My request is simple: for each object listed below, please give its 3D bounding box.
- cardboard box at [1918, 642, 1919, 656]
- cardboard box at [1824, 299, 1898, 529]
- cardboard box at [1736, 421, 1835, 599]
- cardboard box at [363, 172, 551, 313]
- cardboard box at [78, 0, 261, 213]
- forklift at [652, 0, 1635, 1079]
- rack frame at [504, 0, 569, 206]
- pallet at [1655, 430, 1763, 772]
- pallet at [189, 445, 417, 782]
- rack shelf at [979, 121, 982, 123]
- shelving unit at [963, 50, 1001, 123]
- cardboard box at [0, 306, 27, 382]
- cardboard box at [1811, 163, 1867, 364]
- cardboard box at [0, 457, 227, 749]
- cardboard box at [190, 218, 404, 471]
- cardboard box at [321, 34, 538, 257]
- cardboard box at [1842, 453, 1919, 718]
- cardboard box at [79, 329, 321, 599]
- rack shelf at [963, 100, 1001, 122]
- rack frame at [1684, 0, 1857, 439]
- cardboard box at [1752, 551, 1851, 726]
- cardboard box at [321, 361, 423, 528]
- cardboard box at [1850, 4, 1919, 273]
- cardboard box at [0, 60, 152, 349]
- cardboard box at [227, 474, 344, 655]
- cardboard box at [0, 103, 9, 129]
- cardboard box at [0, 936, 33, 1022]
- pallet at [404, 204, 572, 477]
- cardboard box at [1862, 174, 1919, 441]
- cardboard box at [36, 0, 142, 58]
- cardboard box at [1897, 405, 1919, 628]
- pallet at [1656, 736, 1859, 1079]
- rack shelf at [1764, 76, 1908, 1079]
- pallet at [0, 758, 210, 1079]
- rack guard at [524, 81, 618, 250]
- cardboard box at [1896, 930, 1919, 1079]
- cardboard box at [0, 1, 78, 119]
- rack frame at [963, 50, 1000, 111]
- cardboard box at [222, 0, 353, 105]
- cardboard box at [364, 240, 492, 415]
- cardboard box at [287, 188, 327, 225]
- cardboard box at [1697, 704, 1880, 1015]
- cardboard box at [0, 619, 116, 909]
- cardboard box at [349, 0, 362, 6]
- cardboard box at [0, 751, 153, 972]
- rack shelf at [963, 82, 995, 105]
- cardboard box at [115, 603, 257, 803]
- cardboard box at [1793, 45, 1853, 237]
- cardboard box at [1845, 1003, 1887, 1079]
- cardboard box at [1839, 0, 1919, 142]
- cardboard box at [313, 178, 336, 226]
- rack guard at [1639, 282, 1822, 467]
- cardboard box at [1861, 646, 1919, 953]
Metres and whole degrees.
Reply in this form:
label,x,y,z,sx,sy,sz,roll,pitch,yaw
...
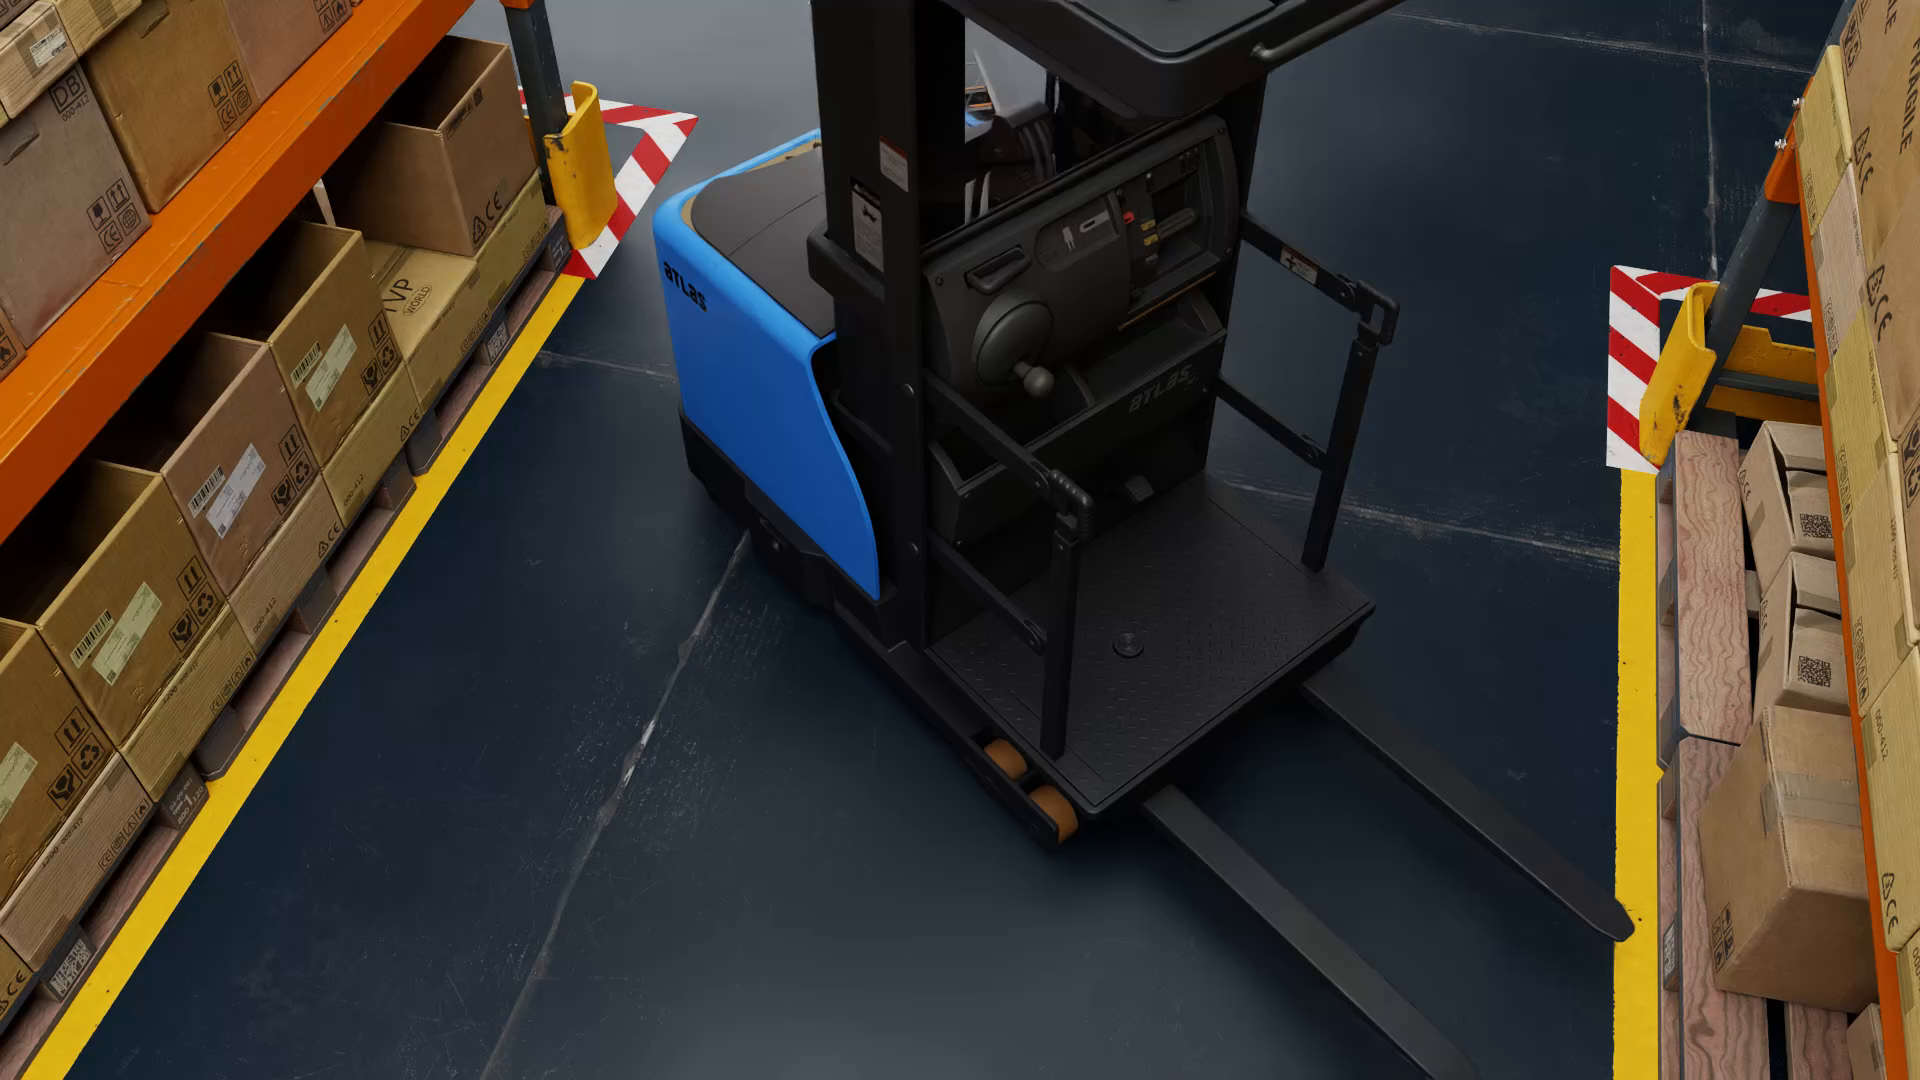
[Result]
label,x,y,z,sx,sy,sz,roll,pitch,yaw
cardboard box,1.909,0.250,2.615,0.500,0.500,0.500,10,49,9
cardboard box,2.170,-0.232,3.541,0.500,0.250,0.500,11,49,9
cardboard box,2.598,-0.084,4.824,0.500,0.311,0.500,7,49,6
cardboard box,-1.769,-1.069,5.747,0.500,0.250,0.500,12,50,10
cardboard box,-2.318,-1.245,4.282,0.700,0.500,0.500,12,50,10
forklift,0.446,-0.575,3.803,1.130,2.935,3.031,-32,56,-25
rack frame,-1.913,-2.286,5.267,1.000,3.000,0.127,12,50,10
pallet,2.599,0.247,4.891,1.003,0.211,1.213,12,50,10
pallet,-2.397,0.078,5.040,1.003,0.211,1.213,12,50,10
rack shelf,0.057,-1.526,6.468,0.258,0.180,0.103,-9,49,-8
shelving unit,0.073,-1.471,6.419,0.258,0.189,1.200,-9,49,-8
cardboard box,-2.586,-0.493,3.618,0.700,0.500,0.500,12,50,11
cardboard box,2.310,-0.599,3.865,0.500,0.250,0.500,10,49,9
cardboard box,-2.278,0.133,4.186,0.500,0.500,0.500,12,50,10
cardboard box,-2.016,-0.590,4.824,0.500,0.500,0.500,12,50,10
cardboard box,-1.767,-1.317,5.465,0.500,0.500,0.500,12,50,10
cardboard box,2.035,0.133,3.219,0.500,0.250,0.500,12,50,10
cardboard box,-2.149,-0.229,4.505,0.500,0.500,0.500,12,50,10
rack shelf,0.032,-1.614,6.546,0.258,0.180,0.103,-9,49,-8
rack frame,2.867,-1.311,4.407,1.000,3.000,0.127,12,50,10
cardboard box,2.448,0.328,4.460,0.500,0.311,0.500,15,50,13
cardboard box,-2.019,-0.343,5.106,0.500,0.250,0.500,12,50,10
cardboard box,2.312,-0.875,3.608,0.500,0.500,0.500,12,50,10
cardboard box,-2.453,-0.864,3.945,0.700,0.500,0.500,13,50,11
cardboard box,-2.152,0.018,4.787,0.500,0.250,0.500,12,50,10
cardboard box,-2.304,-0.918,3.560,0.380,0.149,0.250,11,50,10
cardboard box,-2.551,1.103,3.830,0.500,0.250,0.500,12,50,10
pallet,-2.074,-0.802,5.817,1.003,0.211,1.213,12,50,10
cardboard box,2.170,-0.502,3.279,0.500,0.500,0.500,10,49,9
cardboard box,-2.169,-1.283,3.882,0.380,0.149,0.250,13,50,11
cardboard box,2.046,-0.127,2.948,0.500,0.500,0.500,13,50,11
pallet,2.276,1.127,4.115,1.003,0.211,1.213,12,50,10
rack shelf,2.341,0.374,3.399,1.077,0.370,4.000,12,50,10
pallet,-2.716,0.963,4.259,1.003,0.211,1.213,12,50,10
rack guard,-1.906,-1.476,6.219,1.175,0.500,0.348,12,50,10
cardboard box,1.786,0.864,2.573,0.500,0.250,0.500,12,50,10
cardboard box,-2.236,-1.097,3.719,0.380,0.149,0.250,11,49,10
rack frame,0.073,-1.531,6.350,0.240,0.006,1.200,-9,49,-8
cardboard box,-2.182,-1.603,4.598,0.700,0.500,0.500,13,50,11
cardboard box,-1.889,-0.705,5.425,0.500,0.250,0.500,12,50,10
cardboard box,-2.398,-1.057,5.236,0.500,0.500,0.500,12,50,10
cardboard box,2.207,0.786,3.929,0.700,0.500,0.500,9,49,8
cardboard box,-2.417,0.493,3.868,0.500,0.500,0.500,12,50,10
cardboard box,-2.048,-1.984,4.934,0.700,0.500,0.500,12,50,10
cardboard box,-2.414,0.742,4.148,0.500,0.250,0.500,12,50,10
rack shelf,0.007,-1.702,6.623,0.258,0.180,0.103,-9,49,-8
cardboard box,-2.278,0.381,4.467,0.500,0.250,0.500,12,50,10
cardboard box,2.433,-0.978,4.199,0.500,0.250,0.500,10,49,9
cardboard box,2.255,1.227,3.774,0.380,0.149,0.250,8,49,7
cardboard box,2.452,-1.230,3.922,0.500,0.500,0.500,12,50,10
cardboard box,-2.269,-1.171,5.837,0.500,0.250,0.500,12,50,10
rack guard,2.847,-0.429,5.295,1.175,0.500,0.348,12,50,10
cardboard box,1.903,0.497,2.897,0.500,0.250,0.500,11,50,10
